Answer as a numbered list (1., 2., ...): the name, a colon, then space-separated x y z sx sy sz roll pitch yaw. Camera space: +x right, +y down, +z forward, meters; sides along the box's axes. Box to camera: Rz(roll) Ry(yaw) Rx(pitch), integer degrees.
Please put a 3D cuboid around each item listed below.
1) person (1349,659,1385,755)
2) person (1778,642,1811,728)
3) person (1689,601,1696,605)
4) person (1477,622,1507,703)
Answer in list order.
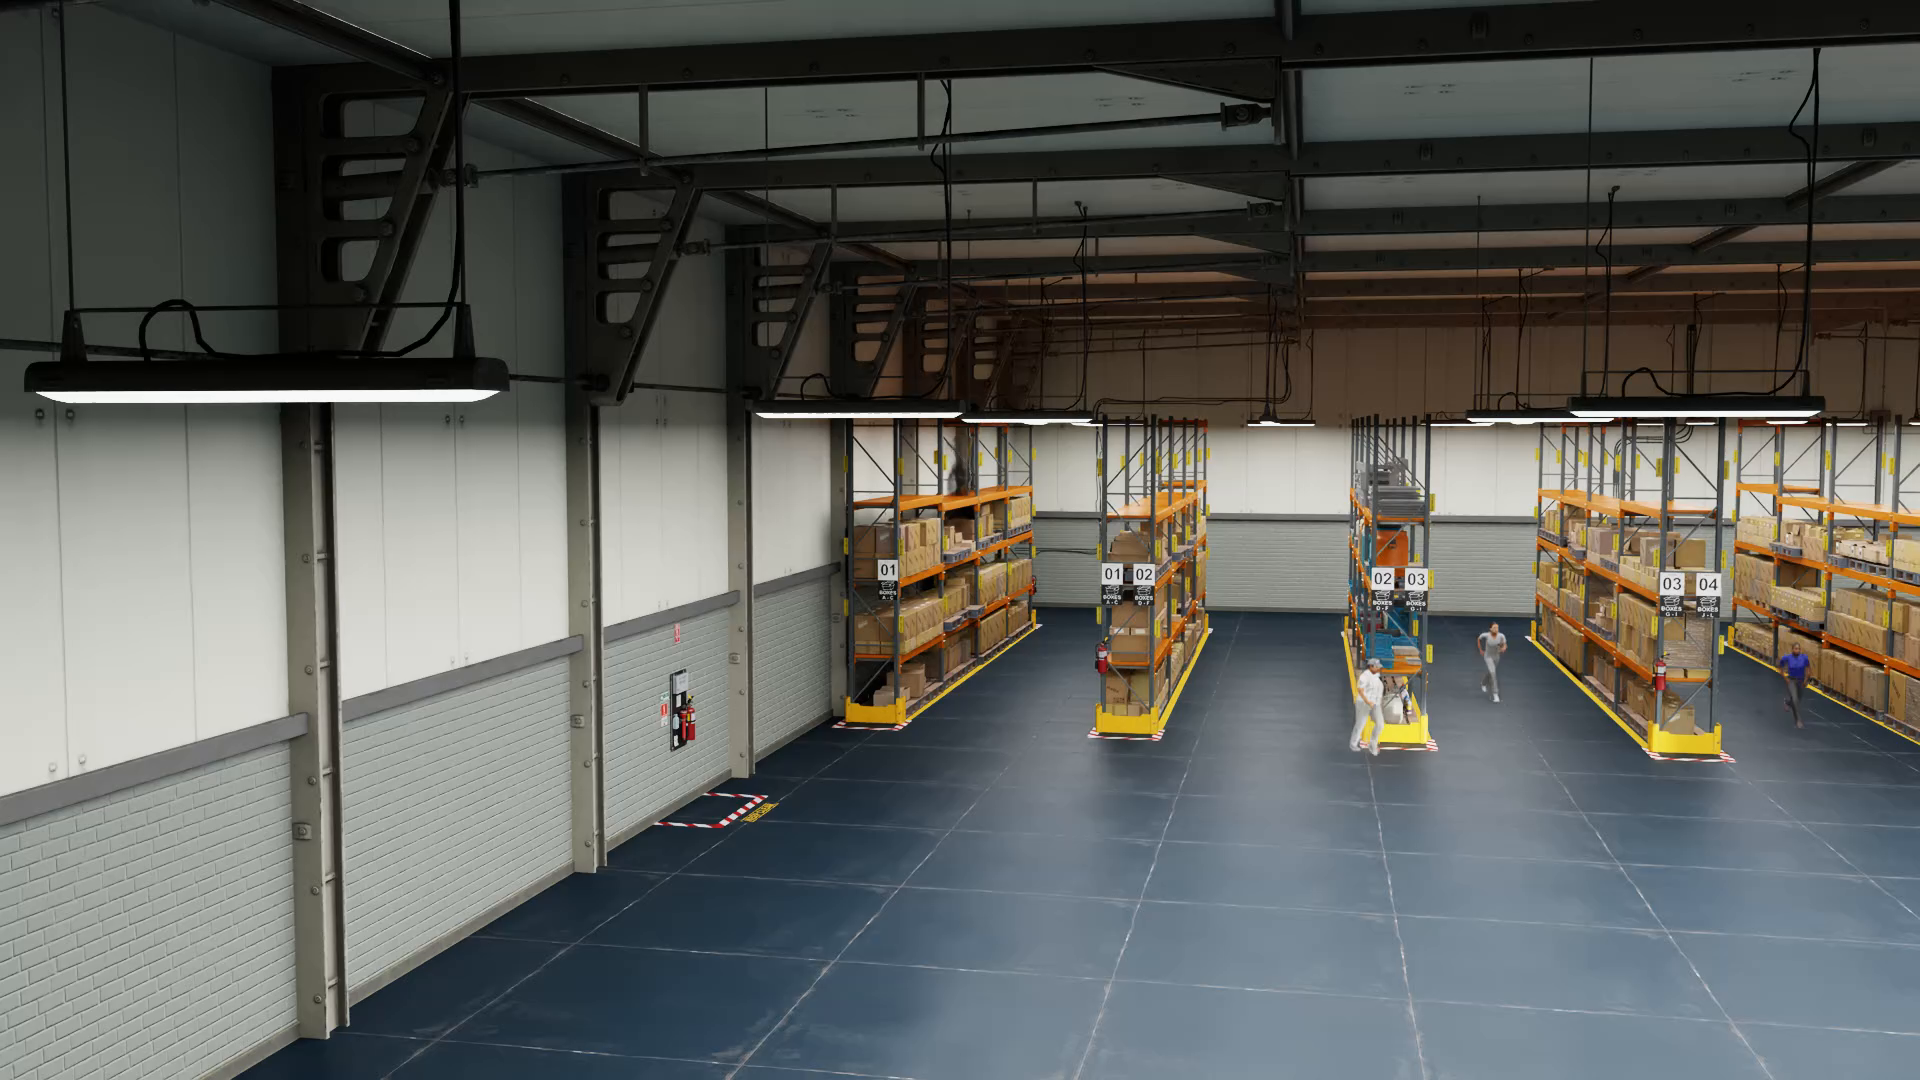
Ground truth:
1. person: 7.247 2.957 29.325 0.592 1.751 0.594 -2 4 -27
2. person: 16.178 2.788 32.286 0.575 1.652 0.945 0 4 7
3. person: 19.379 1.943 44.006 0.715 1.727 0.677 2 4 30
4. person: 11.296 2.549 35.363 0.570 1.666 1.081 0 4 -3
